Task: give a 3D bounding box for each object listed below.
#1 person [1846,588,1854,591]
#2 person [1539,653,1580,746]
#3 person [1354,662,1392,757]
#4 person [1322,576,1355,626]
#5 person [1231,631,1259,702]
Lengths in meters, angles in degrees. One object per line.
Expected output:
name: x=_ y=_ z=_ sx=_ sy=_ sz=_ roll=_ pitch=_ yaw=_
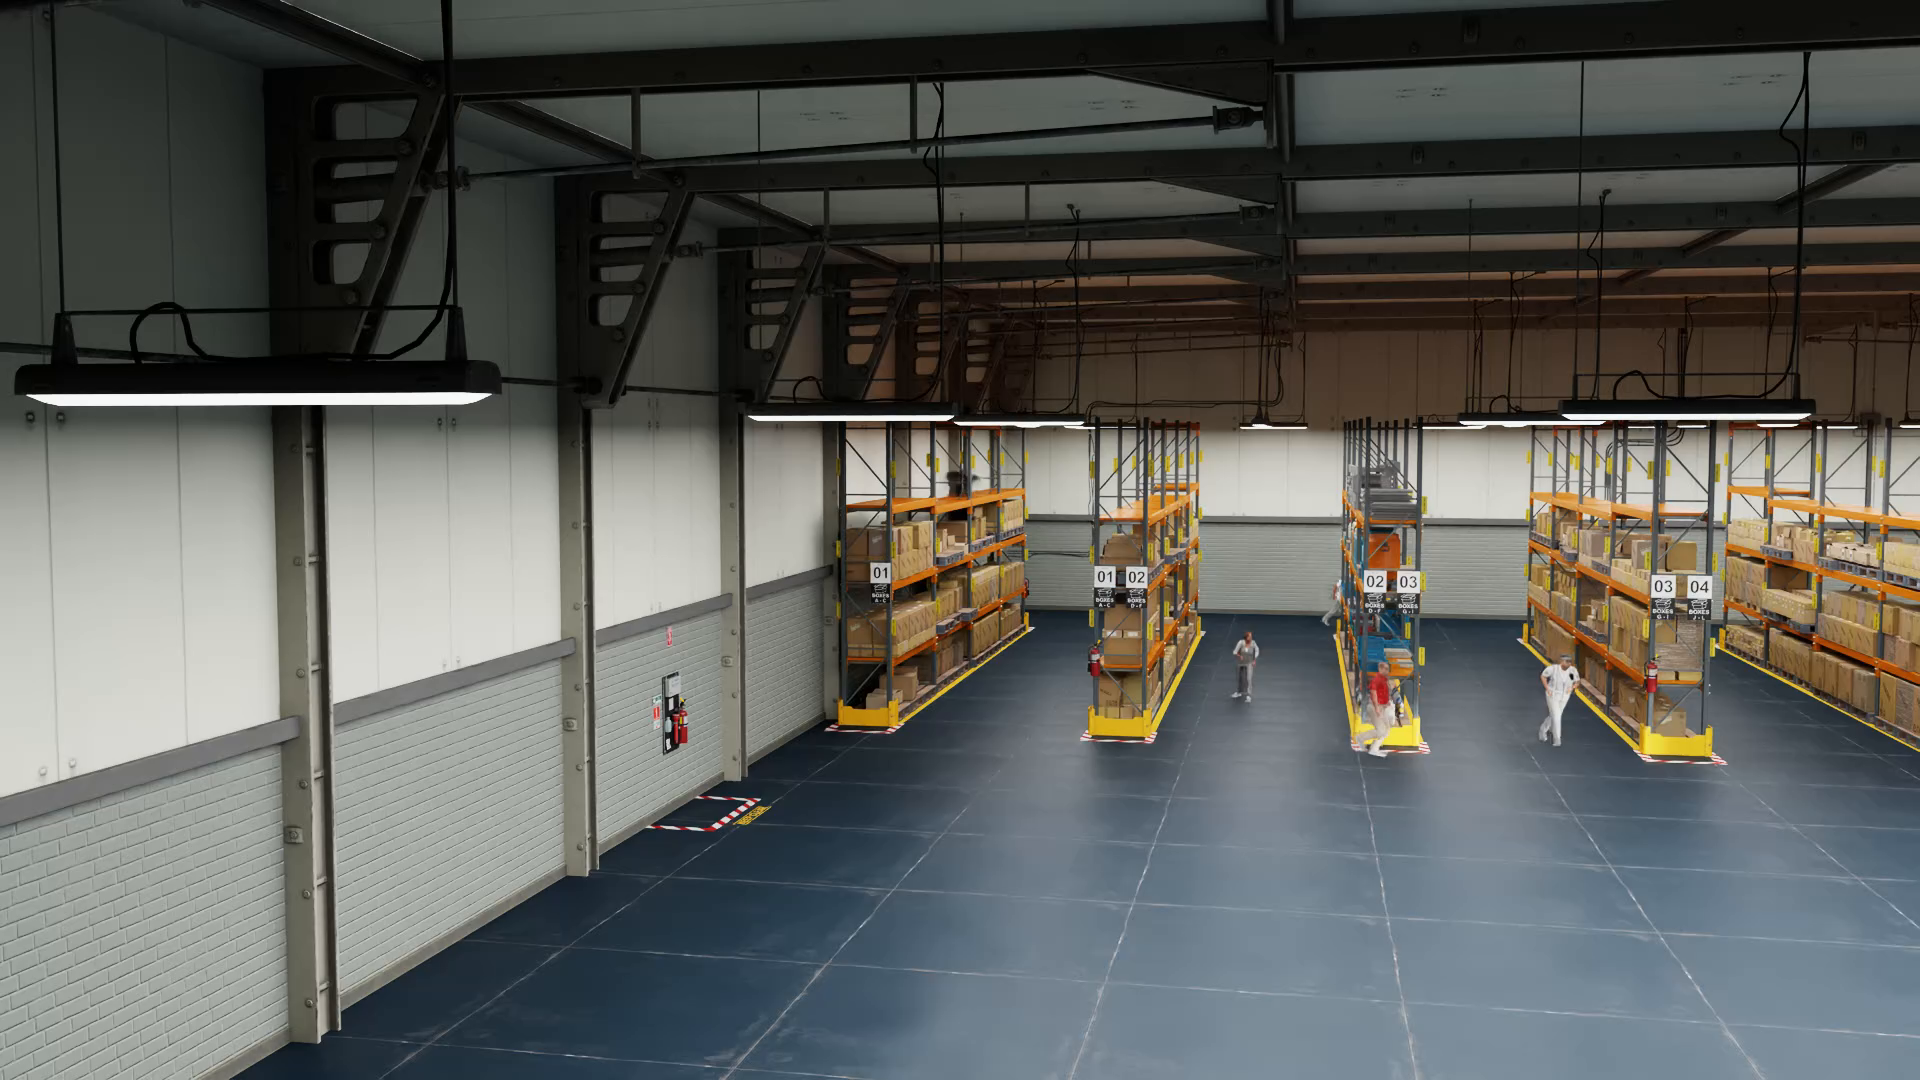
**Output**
person: x=22.551 y=2.076 z=42.184 sx=0.685 sy=1.752 sz=1.063 roll=0 pitch=4 yaw=-7
person: x=11.020 y=2.909 z=30.649 sx=0.640 sy=1.733 sz=0.823 roll=0 pitch=4 yaw=-8
person: x=7.298 y=2.986 z=29.376 sx=0.619 sy=1.673 sz=0.661 roll=2 pitch=4 yaw=24
person: x=11.117 y=1.747 z=48.554 sx=1.116 sy=1.585 sz=0.701 roll=4 pitch=5 yaw=44
person: x=6.054 y=2.737 z=35.486 sx=0.604 sy=1.420 sz=0.801 roll=1 pitch=4 yaw=18
